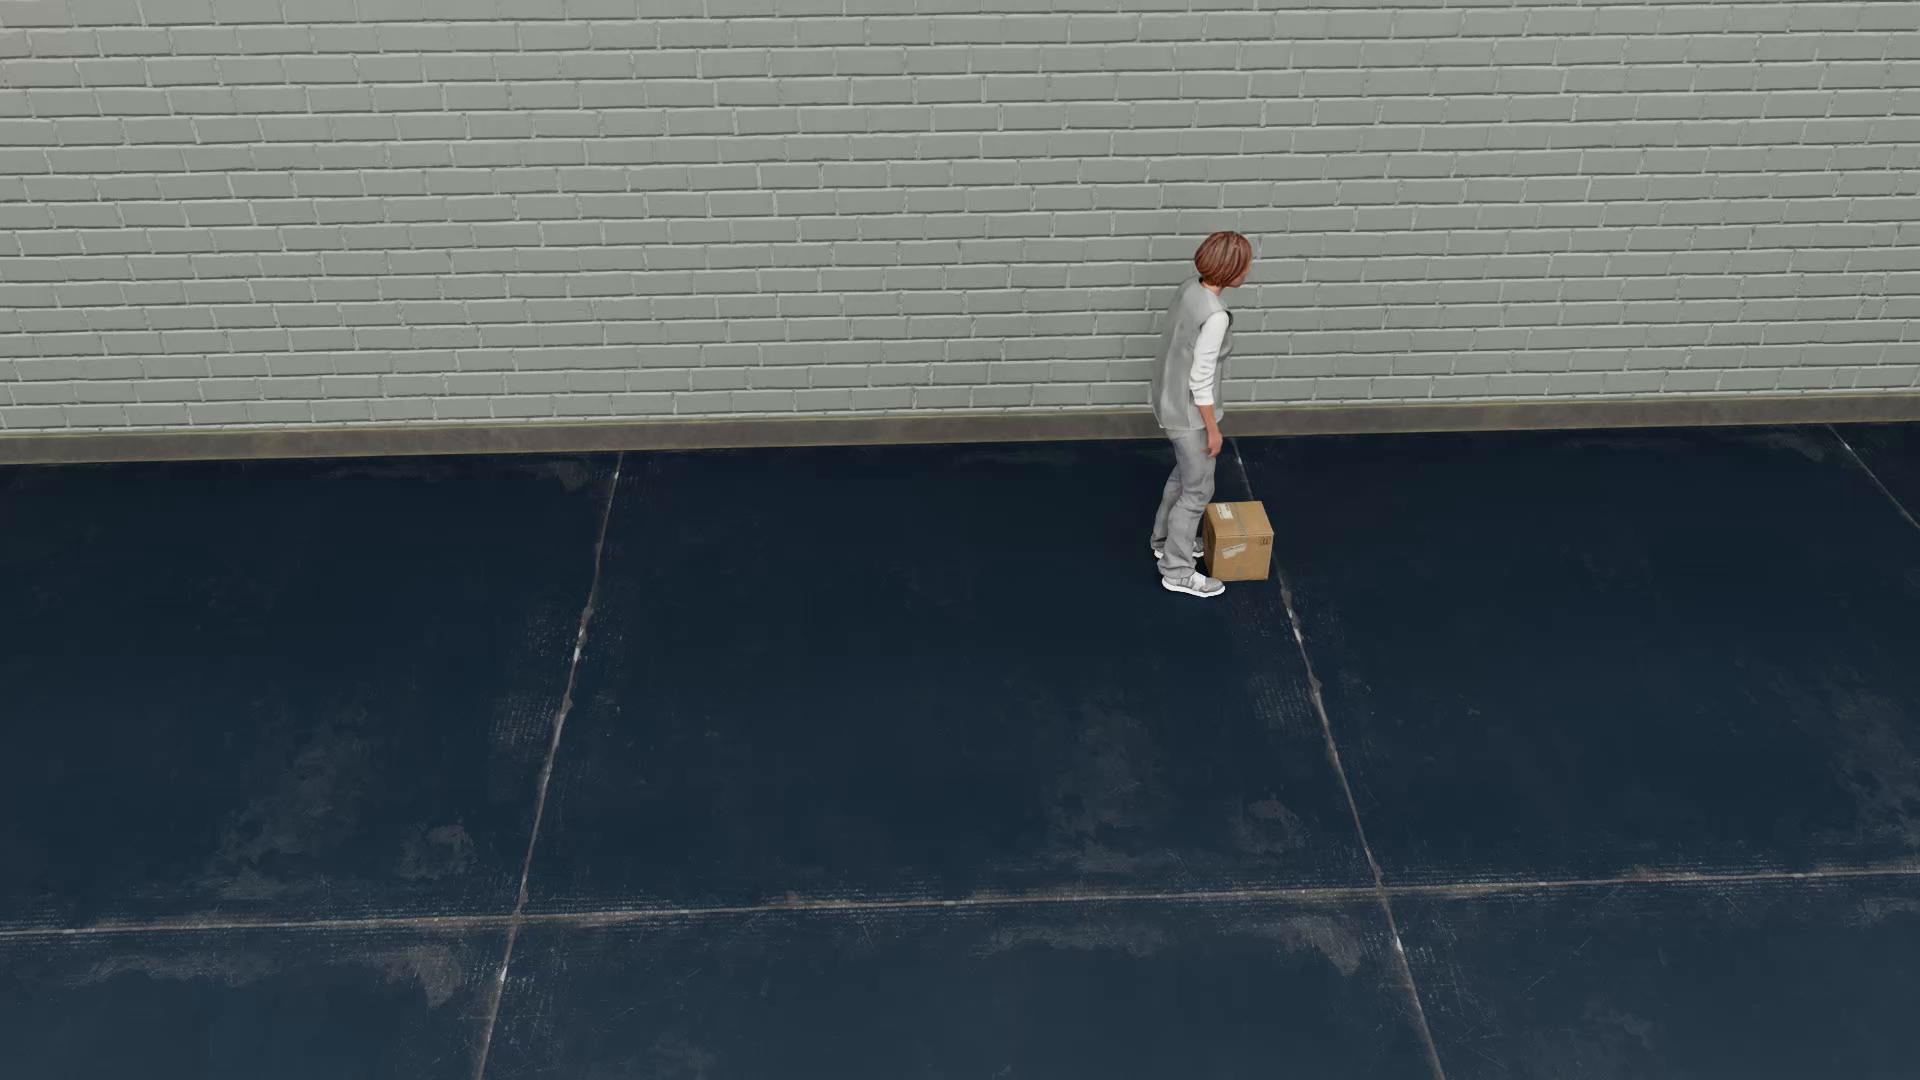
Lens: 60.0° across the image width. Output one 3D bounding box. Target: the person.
[{"bbox_3d":[0.973,-0.529,6.891,0.346,1.593,0.477,-3,36,-4],"label":"person"}]
